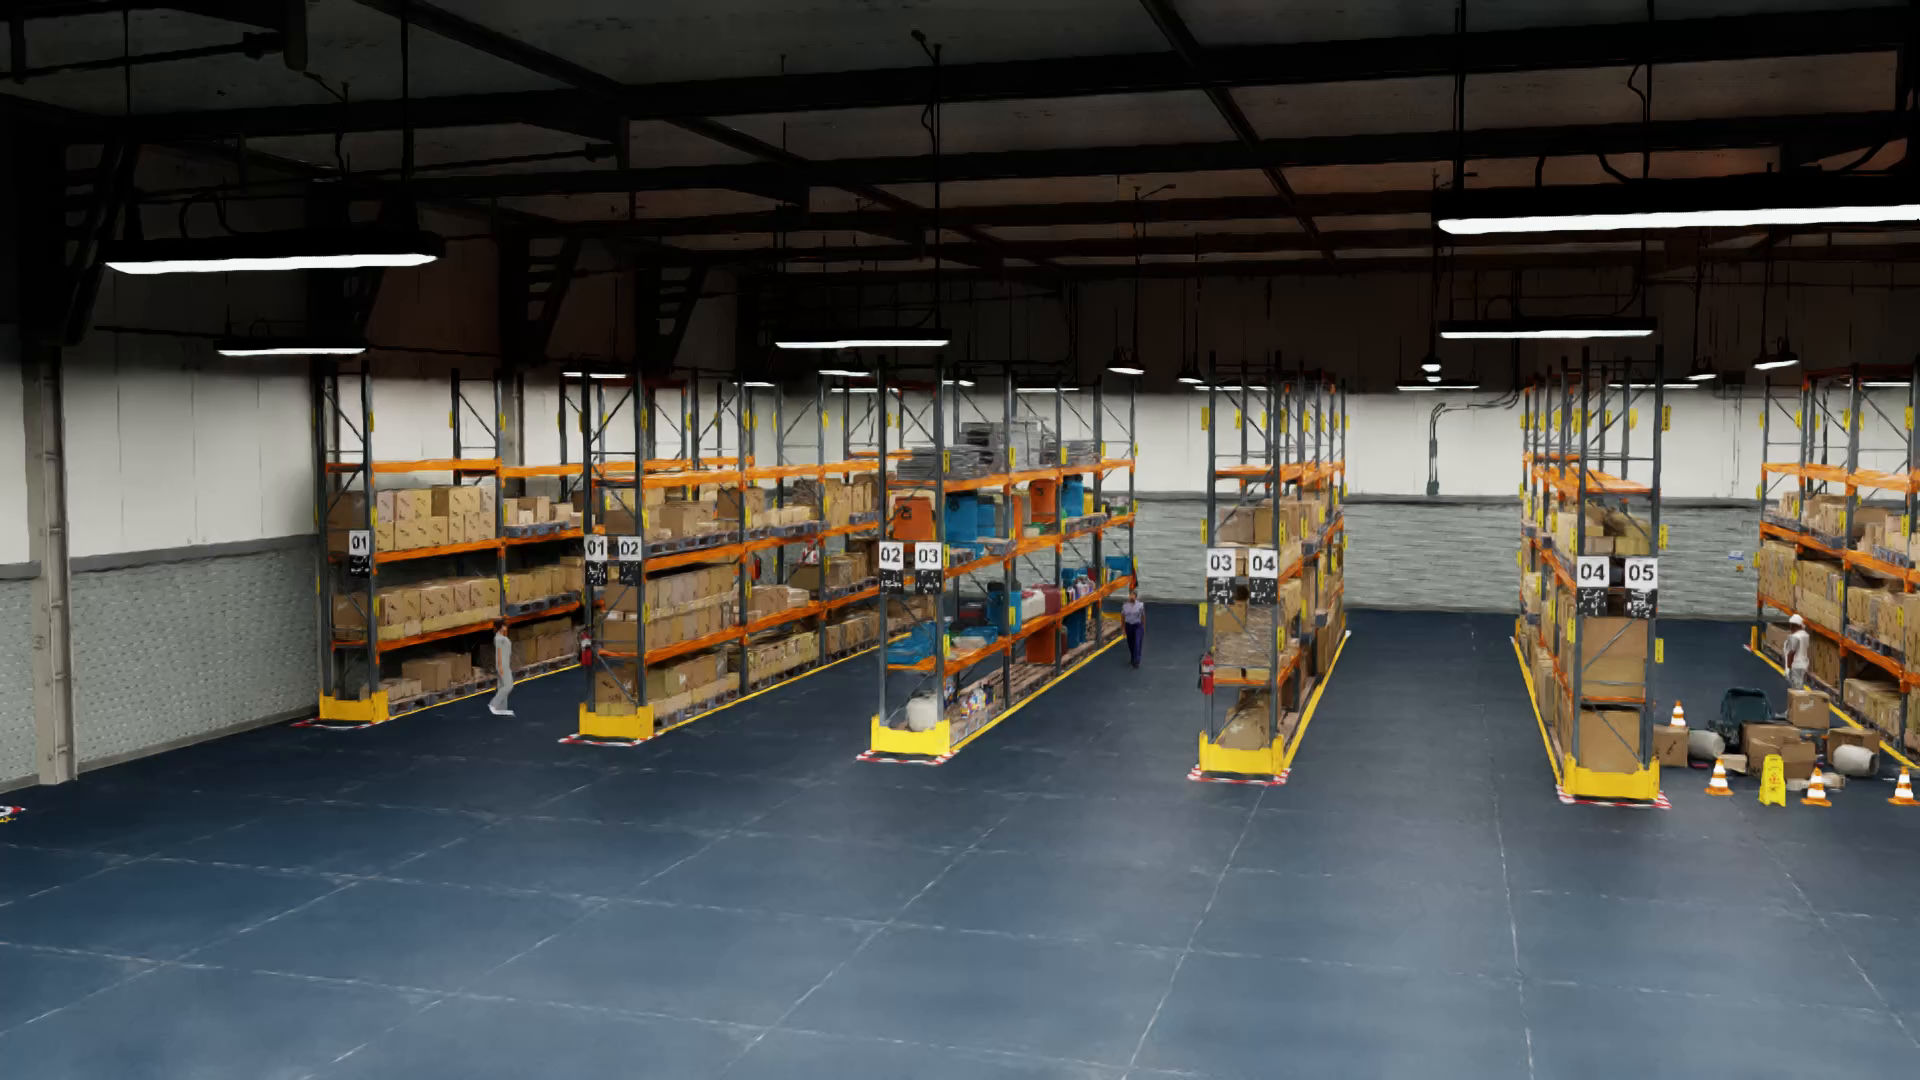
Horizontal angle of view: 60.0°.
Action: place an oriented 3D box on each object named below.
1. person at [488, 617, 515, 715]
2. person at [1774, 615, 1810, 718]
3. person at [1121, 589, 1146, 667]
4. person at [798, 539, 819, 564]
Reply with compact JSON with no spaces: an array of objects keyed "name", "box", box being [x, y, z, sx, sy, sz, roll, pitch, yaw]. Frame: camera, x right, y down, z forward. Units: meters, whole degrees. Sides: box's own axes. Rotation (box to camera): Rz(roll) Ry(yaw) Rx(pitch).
[{"name":"person","box":[-7.793,2.152,28.212,0.432,1.670,0.503,-1,4,-13]},{"name":"person","box":[13.855,2.122,27.637,0.594,1.782,0.678,3,5,40]},{"name":"person","box":[3.532,1.787,33.973,0.479,1.553,1.090,1,4,19]},{"name":"person","box":[-4.185,0.798,46.651,0.686,1.754,0.695,1,4,9]}]
